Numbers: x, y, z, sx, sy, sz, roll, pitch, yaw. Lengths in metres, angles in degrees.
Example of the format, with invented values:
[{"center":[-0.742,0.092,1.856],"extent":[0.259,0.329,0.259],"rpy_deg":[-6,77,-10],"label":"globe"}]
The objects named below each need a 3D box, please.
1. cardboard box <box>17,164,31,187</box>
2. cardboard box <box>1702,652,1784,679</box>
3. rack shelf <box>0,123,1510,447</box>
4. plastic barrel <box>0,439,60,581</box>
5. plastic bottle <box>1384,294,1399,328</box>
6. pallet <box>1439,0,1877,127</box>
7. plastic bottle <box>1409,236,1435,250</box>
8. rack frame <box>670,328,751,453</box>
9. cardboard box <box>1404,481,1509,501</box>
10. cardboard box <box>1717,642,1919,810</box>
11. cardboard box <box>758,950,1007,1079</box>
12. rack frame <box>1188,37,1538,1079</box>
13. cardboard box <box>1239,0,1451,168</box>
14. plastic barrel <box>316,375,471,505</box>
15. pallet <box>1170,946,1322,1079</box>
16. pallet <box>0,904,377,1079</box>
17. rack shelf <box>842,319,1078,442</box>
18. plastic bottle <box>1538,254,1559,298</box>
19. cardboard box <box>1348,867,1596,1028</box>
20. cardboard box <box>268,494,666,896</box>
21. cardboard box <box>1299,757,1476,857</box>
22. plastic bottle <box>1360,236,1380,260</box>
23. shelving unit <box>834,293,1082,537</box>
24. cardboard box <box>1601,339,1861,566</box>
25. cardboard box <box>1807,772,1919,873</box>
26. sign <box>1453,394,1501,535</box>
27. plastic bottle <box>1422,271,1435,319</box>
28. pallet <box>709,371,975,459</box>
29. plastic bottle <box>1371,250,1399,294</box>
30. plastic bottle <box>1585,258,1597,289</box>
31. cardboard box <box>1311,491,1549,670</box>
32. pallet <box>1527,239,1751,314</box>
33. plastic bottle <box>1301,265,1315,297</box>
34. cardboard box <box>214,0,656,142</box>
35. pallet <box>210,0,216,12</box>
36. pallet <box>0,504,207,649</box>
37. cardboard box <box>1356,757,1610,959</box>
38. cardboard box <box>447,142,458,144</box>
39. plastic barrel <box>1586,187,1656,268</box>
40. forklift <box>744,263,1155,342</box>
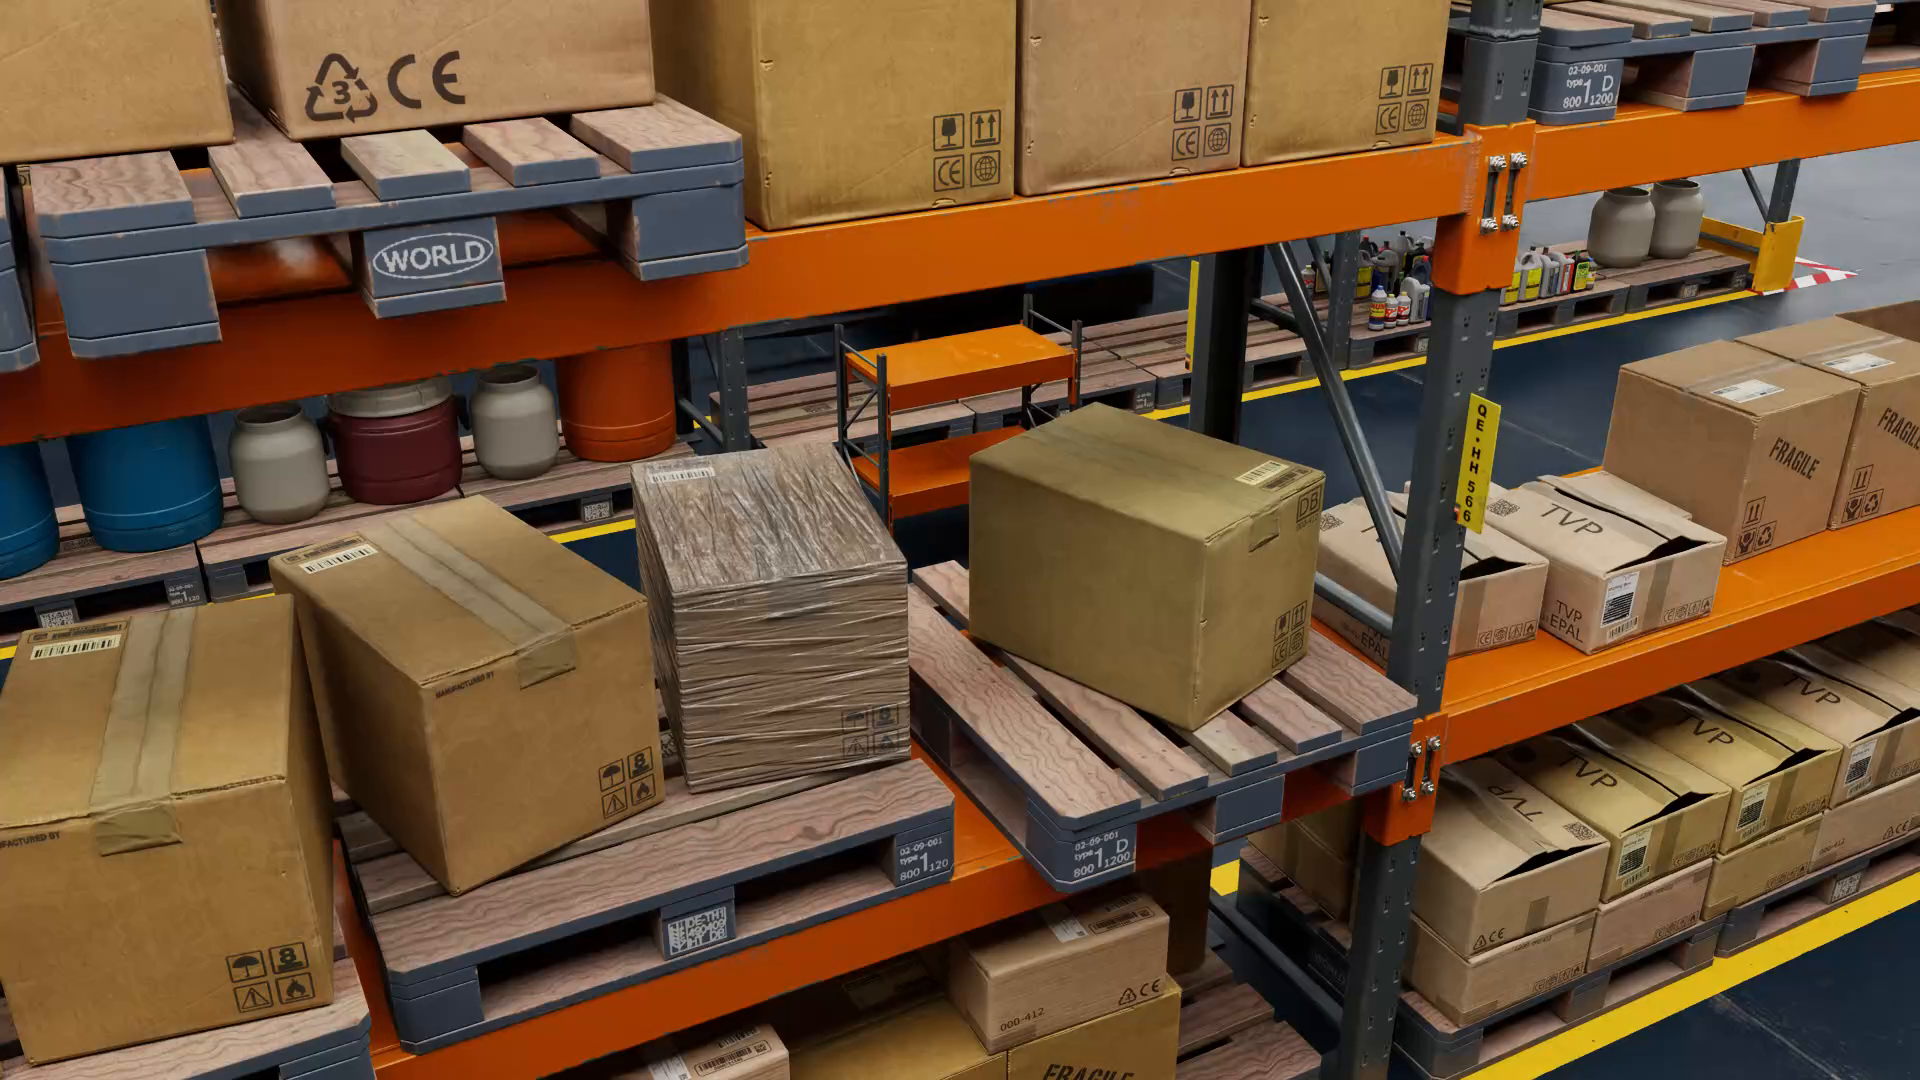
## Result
[{"center":[-6.685,-2.236,11.410],"extent":[0.875,0.875,1.225],"rpy_deg":[-13,29,-25],"label":"cardboard box"},{"center":[2.639,0.389,6.019],"extent":[0.500,0.311,0.500],"rpy_deg":[-12,28,-24],"label":"cardboard box"},{"center":[-0.817,-0.517,3.227],"extent":[4.000,0.370,1.077],"rpy_deg":[-13,29,-25],"label":"rack shelf"},{"center":[-4.421,-0.322,7.395],"extent":[0.708,0.901,0.600],"rpy_deg":[-13,29,-25],"label":"plastic barrel"},{"center":[2.727,-1.459,10.548],"extent":[0.097,0.201,0.097],"rpy_deg":[0,26,0],"label":"plastic bottle"},{"center":[1.504,-1.336,4.320],"extent":[1.003,0.211,1.213],"rpy_deg":[-12,28,-23],"label":"pallet"},{"center":[3.182,-1.952,11.489],"extent":[0.135,0.276,0.152],"rpy_deg":[-12,28,-24],"label":"plastic bottle"},{"center":[-1.380,-1.789,8.511],"extent":[0.127,3.000,1.000],"rpy_deg":[-13,29,-25],"label":"rack frame"},{"center":[1.611,-0.072,5.225],"extent":[0.250,0.149,0.380],"rpy_deg":[-13,29,-25],"label":"cardboard box"},{"center":[2.912,0.588,5.603],"extent":[0.500,0.311,0.500],"rpy_deg":[-13,29,-26],"label":"cardboard box"},{"center":[-0.224,1.417,4.212],"extent":[0.500,0.500,0.500],"rpy_deg":[-14,29,-27],"label":"cardboard box"},{"center":[0.948,0.103,4.569],"extent":[0.127,3.000,1.000],"rpy_deg":[-13,29,-25],"label":"rack frame"},{"center":[0.579,-1.192,3.687],"extent":[0.500,0.500,0.910],"rpy_deg":[-13,29,-25],"label":"cardboard box"},{"center":[-2.800,-0.555,8.242],"extent":[0.708,0.588,0.600],"rpy_deg":[-13,29,-25],"label":"plastic barrel"},{"center":[0.271,1.498,4.886],"extent":[1.213,0.211,1.003],"rpy_deg":[-13,29,-25],"label":"pallet"},{"center":[-1.825,0.883,3.166],"extent":[1.213,0.211,1.003],"rpy_deg":[-13,29,-25],"label":"pallet"},{"center":[-0.006,-0.770,7.877],"extent":[1.000,0.278,0.538],"rpy_deg":[-13,29,-25],"label":"rack shelf"},{"center":[3.907,-1.778,11.127],"extent":[0.135,0.276,0.152],"rpy_deg":[-14,29,-27],"label":"plastic bottle"},{"center":[1.548,1.159,5.062],"extent":[0.500,0.250,0.500],"rpy_deg":[-13,29,-25],"label":"cardboard box"},{"center":[-1.052,0.300,3.559],"extent":[0.500,0.500,0.700],"rpy_deg":[-22,33,-38],"label":"cardboard box"},{"center":[1.294,0.700,5.370],"extent":[0.500,0.311,0.500],"rpy_deg":[-12,28,-24],"label":"cardboard box"},{"center":[2.752,-1.888,11.270],"extent":[0.185,0.351,0.144],"rpy_deg":[-15,29,-28],"label":"plastic bottle"},{"center":[-0.006,-0.506,8.004],"extent":[1.048,1.125,0.538],"rpy_deg":[-13,29,-25],"label":"shelving unit"},{"center":[2.421,-0.290,5.272],"extent":[0.500,0.500,0.500],"rpy_deg":[-15,29,-28],"label":"cardboard box"},{"center":[2.900,0.844,5.719],"extent":[0.500,0.250,0.500],"rpy_deg":[-12,28,-24],"label":"cardboard box"},{"center":[1.211,-0.178,3.908],"extent":[0.005,0.325,0.100],"rpy_deg":[-13,29,-25],"label":"sign"},{"center":[3.057,-1.614,10.698],"extent":[0.185,0.351,0.144],"rpy_deg":[-12,28,-24],"label":"plastic bottle"},{"center":[-0.678,-0.675,9.412],"extent":[1.213,0.211,1.003],"rpy_deg":[-13,29,-25],"label":"pallet"},{"center":[2.843,-1.803,11.179],"extent":[0.135,0.276,0.152],"rpy_deg":[-13,29,-25],"label":"plastic bottle"},{"center":[4.265,-1.814,11.287],"extent":[0.097,0.201,0.097],"rpy_deg":[0,26,0],"label":"plastic bottle"},{"center":[1.289,0.086,4.708],"extent":[0.500,0.311,0.500],"rpy_deg":[-11,28,-22],"label":"cardboard box"},{"center":[4.915,-1.965,12.098],"extent":[1.213,0.211,1.003],"rpy_deg":[-13,29,-25],"label":"pallet"},{"center":[2.323,-1.734,11.120],"extent":[0.097,0.201,0.097],"rpy_deg":[0,26,0],"label":"plastic bottle"},{"center":[-0.927,-1.061,2.812],"extent":[0.600,0.600,0.600],"rpy_deg":[-14,29,-27],"label":"cardboard box"},{"center":[-7.683,-5.090,15.608],"extent":[1.213,0.211,1.003],"rpy_deg":[-13,29,-25],"label":"pallet"},{"center":[-4.209,0.141,7.712],"extent":[1.213,0.211,1.003],"rpy_deg":[-13,29,-25],"label":"pallet"},{"center":[1.548,0.906,4.941],"extent":[0.500,0.311,0.500],"rpy_deg":[-12,28,-23],"label":"cardboard box"},{"center":[-4.329,-2.780,12.544],"extent":[0.875,0.875,1.225],"rpy_deg":[-14,29,-27],"label":"cardboard box"},{"center":[4.692,-2.221,11.800],"extent":[0.421,0.512,0.421],"rpy_deg":[0,26,0],"label":"plastic barrel"},{"center":[-0.207,-2.801,10.698],"extent":[3.031,2.935,1.130],"rpy_deg":[-13,28,-25],"label":"forklift"}]
